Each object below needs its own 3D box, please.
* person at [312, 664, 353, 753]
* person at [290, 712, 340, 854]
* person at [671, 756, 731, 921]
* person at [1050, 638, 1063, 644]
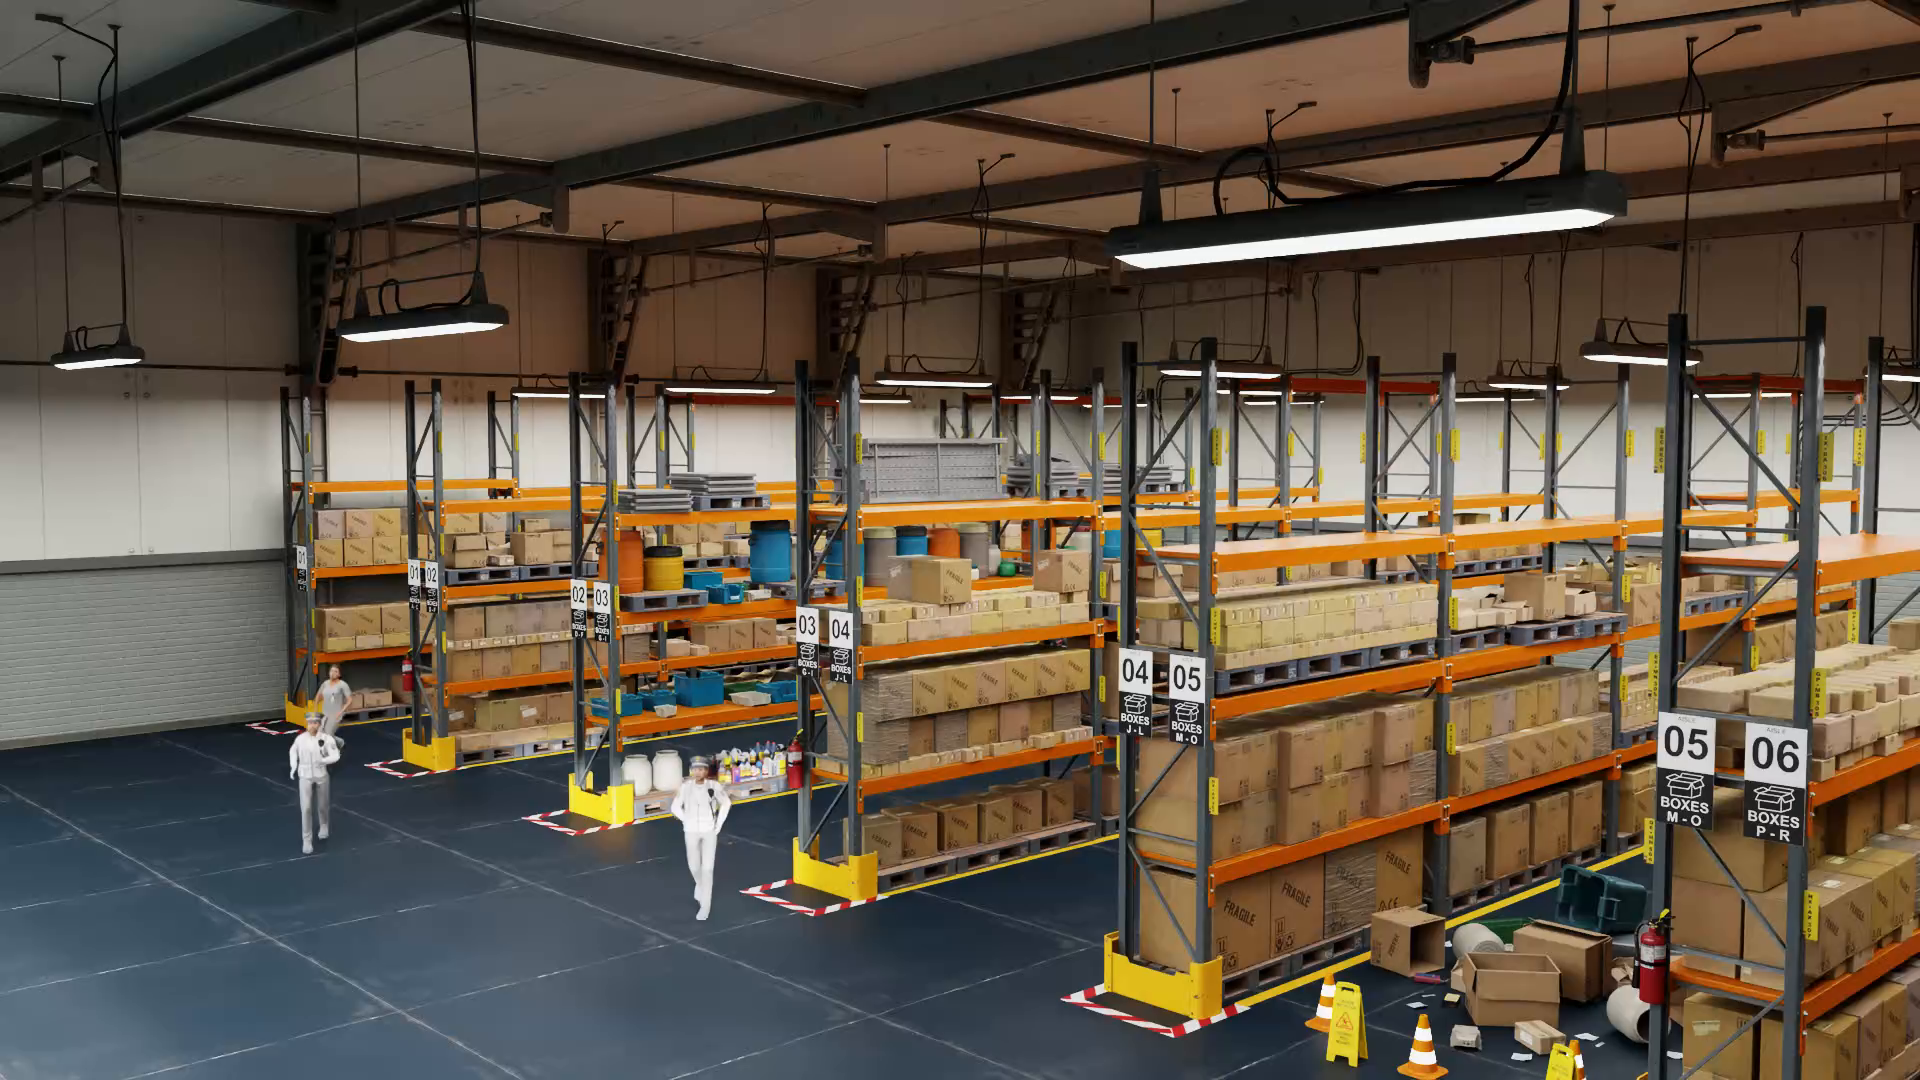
[{"bbox_3d":[-9.723,2.730,25.841,0.604,1.596,0.567,1,4,13],"label":"person"},{"bbox_3d":[-8.043,2.966,20.721,0.614,1.689,0.919,-1,4,-15],"label":"person"},{"bbox_3d":[-2.799,3.166,17.973,0.639,1.711,0.825,0,4,-3],"label":"person"},{"bbox_3d":[1.984,2.271,32.651,0.530,1.629,0.820,3,5,37],"label":"person"}]
